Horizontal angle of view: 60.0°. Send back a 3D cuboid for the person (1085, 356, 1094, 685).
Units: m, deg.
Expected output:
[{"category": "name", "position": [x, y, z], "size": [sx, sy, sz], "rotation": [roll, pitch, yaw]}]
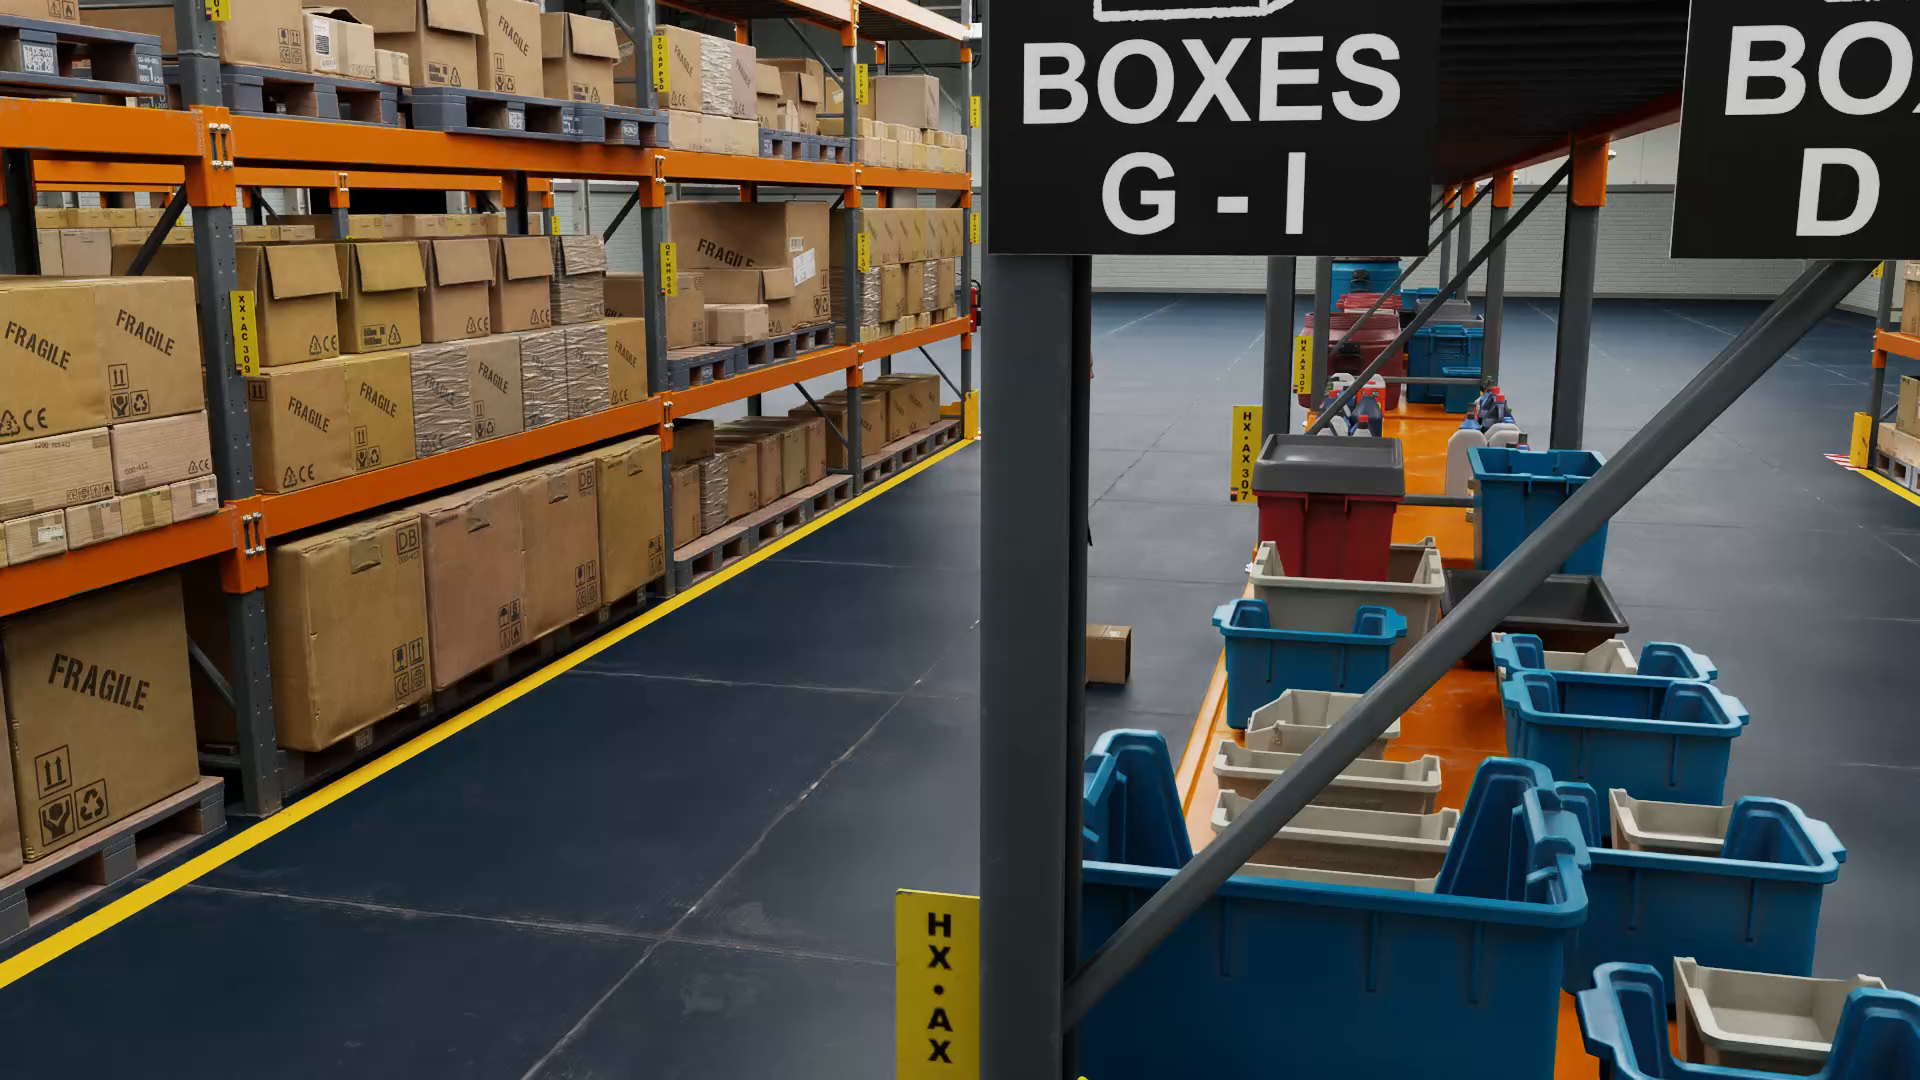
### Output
[{"category": "person", "position": [0.530, -0.153, 8.748], "size": [0.423, 1.774, 0.643], "rotation": [3, 12, 14]}]
